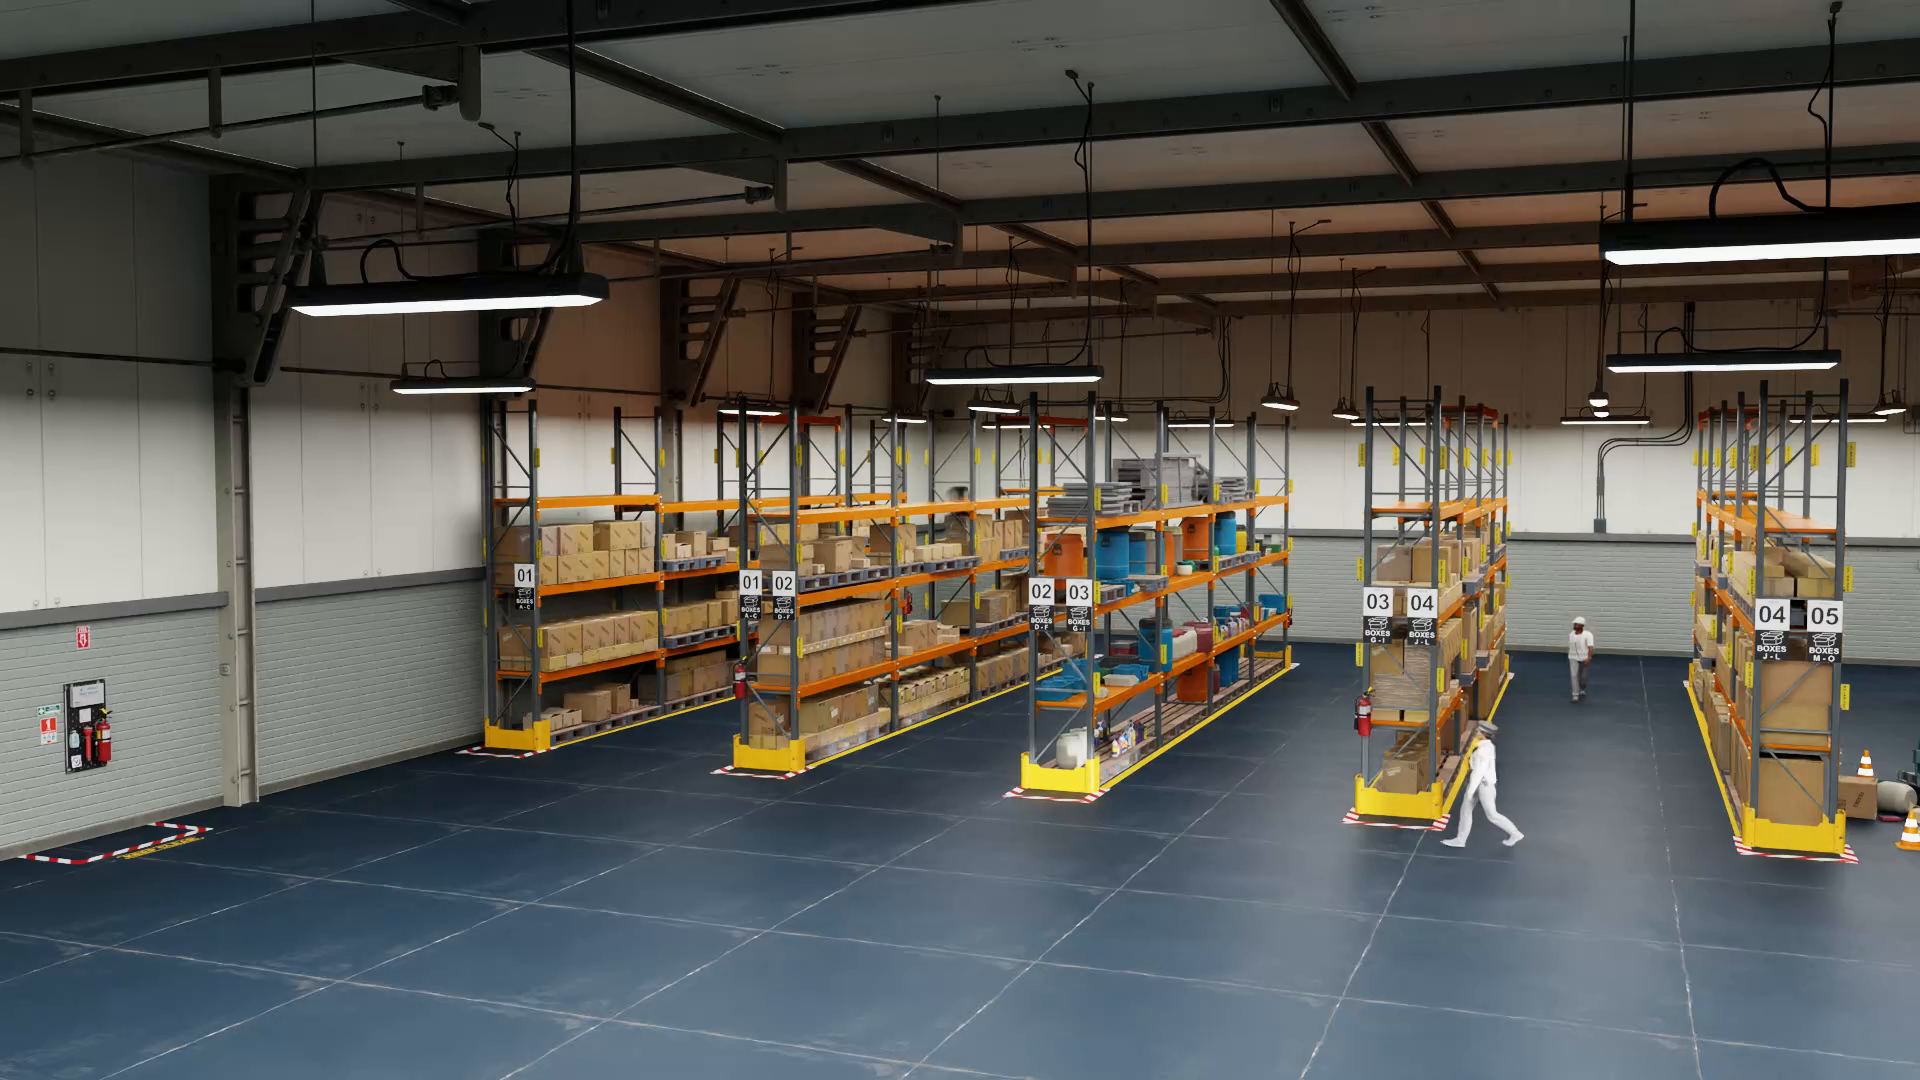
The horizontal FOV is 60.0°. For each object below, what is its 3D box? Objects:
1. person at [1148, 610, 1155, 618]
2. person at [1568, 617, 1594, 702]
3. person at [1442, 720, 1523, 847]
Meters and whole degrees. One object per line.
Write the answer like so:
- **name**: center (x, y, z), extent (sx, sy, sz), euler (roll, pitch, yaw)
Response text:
- **person**: center (4.185, 2.353, 36.285), extent (0.540, 1.660, 1.026), euler (2, 3, 33)
- **person**: center (12.809, 2.456, 34.328), extent (0.488, 1.724, 1.080), euler (1, 3, 18)
- **person**: center (6.687, 3.123, 21.223), extent (0.942, 1.651, 0.450), euler (0, 3, -1)
